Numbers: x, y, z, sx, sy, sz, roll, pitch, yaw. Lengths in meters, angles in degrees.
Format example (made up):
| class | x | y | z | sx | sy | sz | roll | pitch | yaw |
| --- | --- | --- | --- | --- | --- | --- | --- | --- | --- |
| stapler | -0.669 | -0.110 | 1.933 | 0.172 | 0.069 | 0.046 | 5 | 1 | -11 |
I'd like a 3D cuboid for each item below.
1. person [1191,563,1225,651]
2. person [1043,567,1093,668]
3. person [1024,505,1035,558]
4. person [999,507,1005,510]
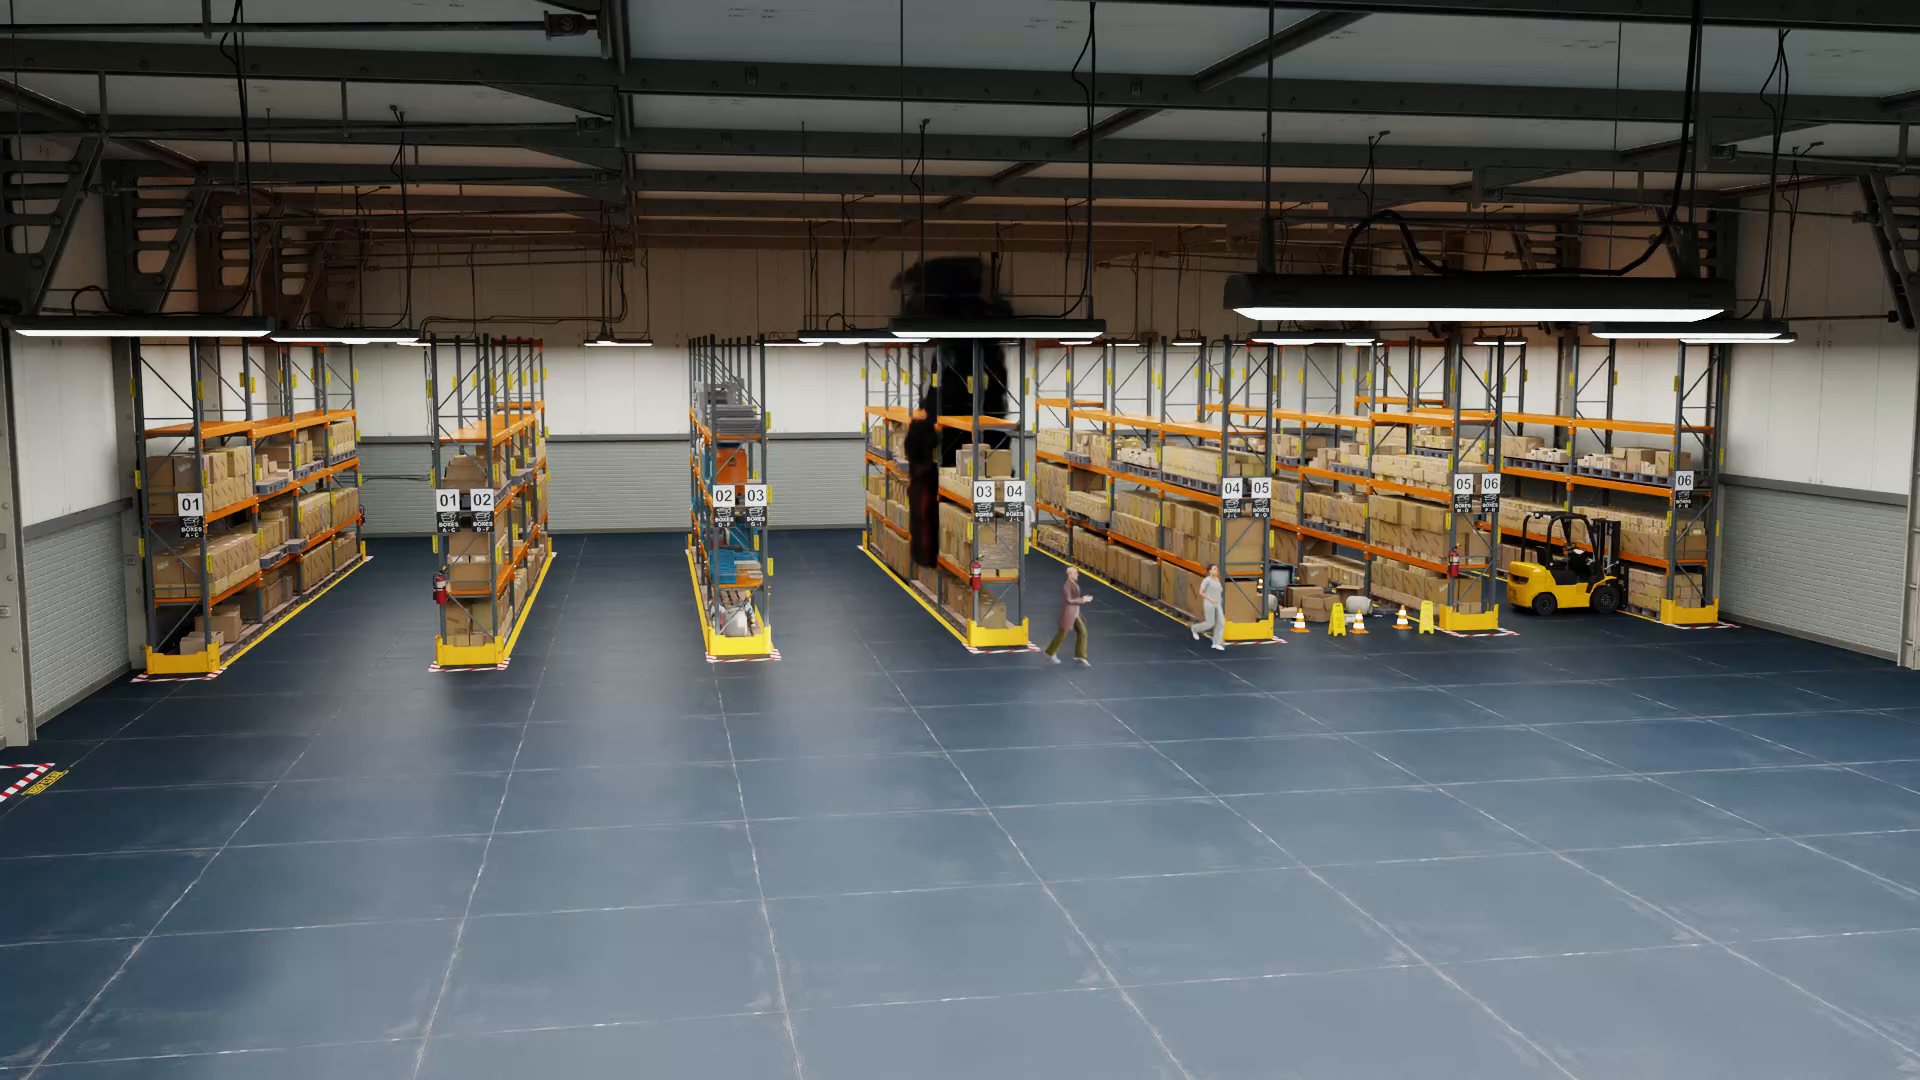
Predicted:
| class | x | y | z | sx | sy | sz | roll | pitch | yaw |
| --- | --- | --- | --- | --- | --- | --- | --- | --- | --- |
| person | 4.820 | 1.261 | 31.948 | 0.585 | 1.652 | 0.835 | -5 | 8 | -39 |
| person | 1.979 | 1.396 | 30.046 | 0.910 | 1.842 | 0.673 | 3 | 7 | 27 |
| person | 1.689 | -0.304 | 45.153 | 0.707 | 1.754 | 0.672 | 0 | 7 | -4 |
| person | 1.113 | -0.546 | 47.327 | 0.762 | 1.692 | 0.515 | 0 | 7 | 0 |
